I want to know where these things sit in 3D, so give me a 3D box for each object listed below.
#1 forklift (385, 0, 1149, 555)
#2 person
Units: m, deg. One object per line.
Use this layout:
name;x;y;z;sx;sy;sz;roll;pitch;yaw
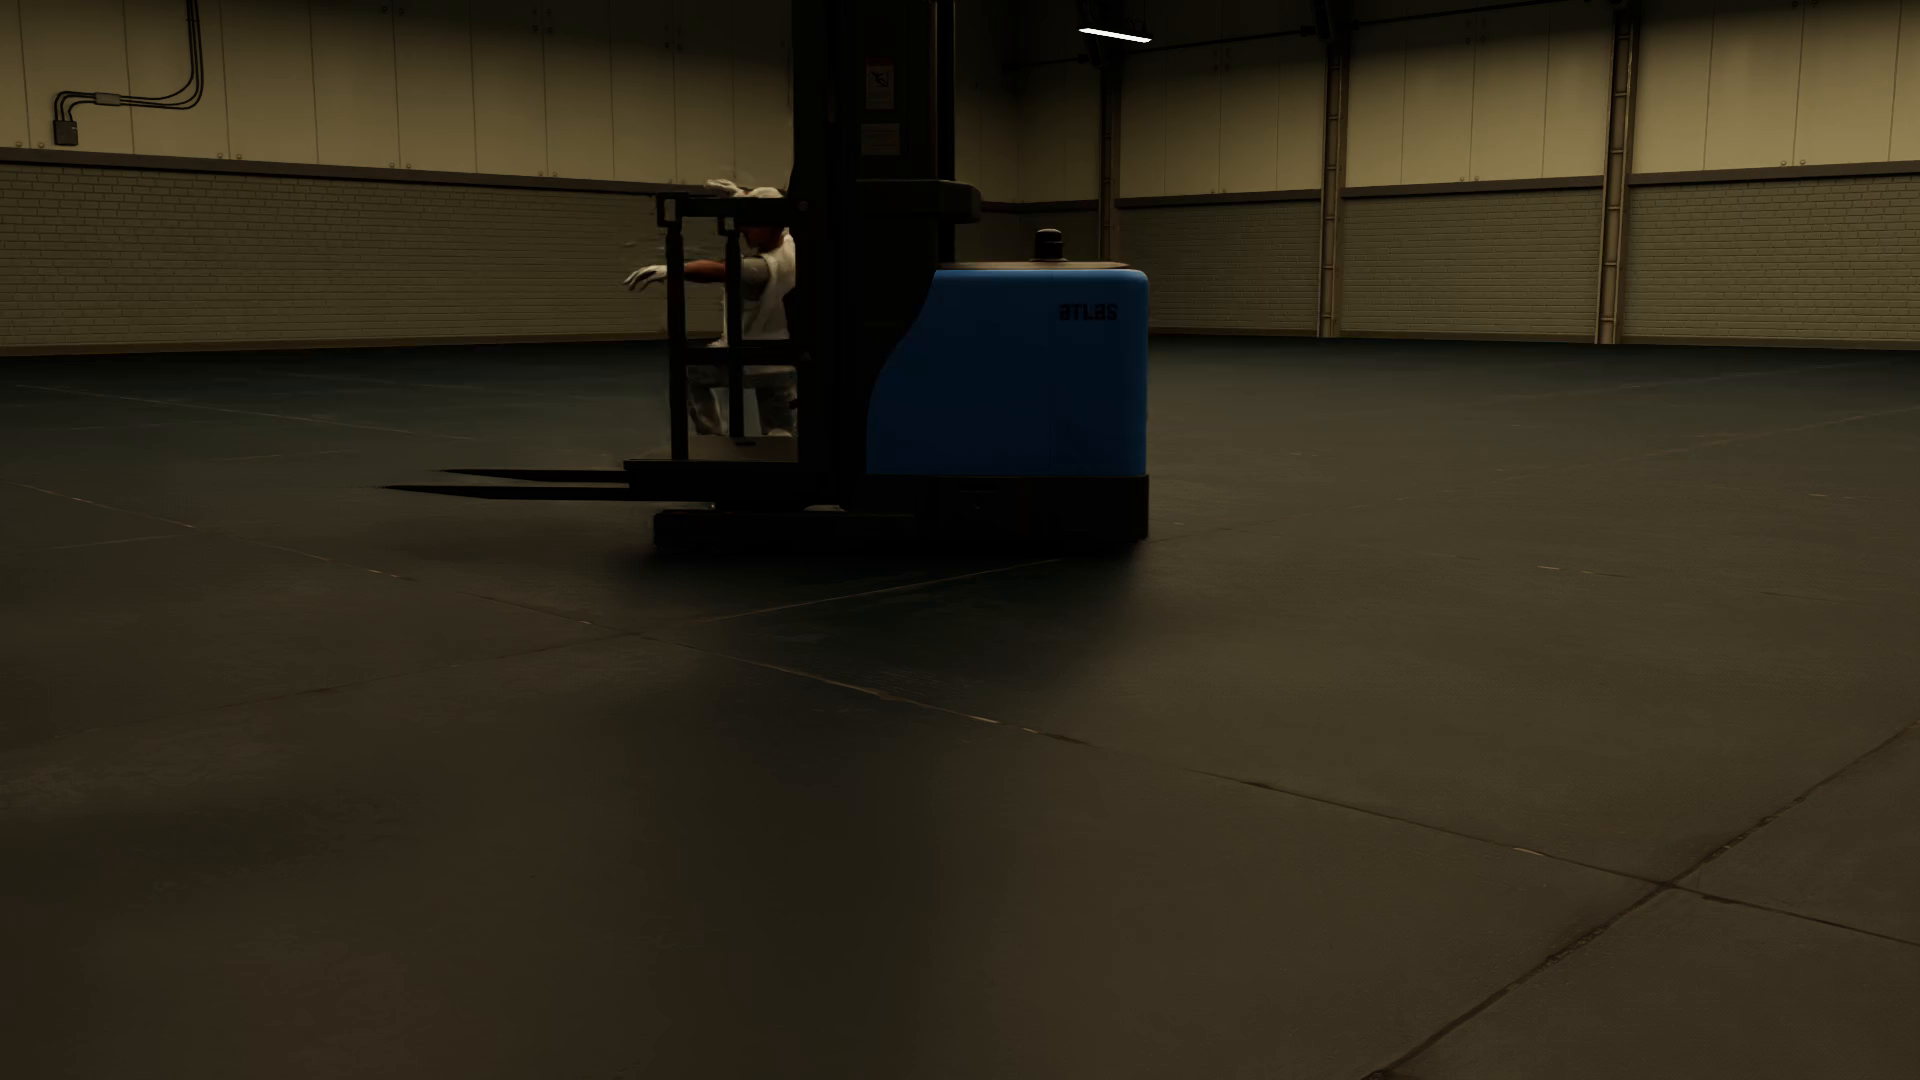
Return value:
forklift;-0.761;-1.471;6.643;3.031;2.935;1.130;1;9;5
person;-1.255;-0.948;7.946;1.108;1.541;0.889;-7;11;-38
